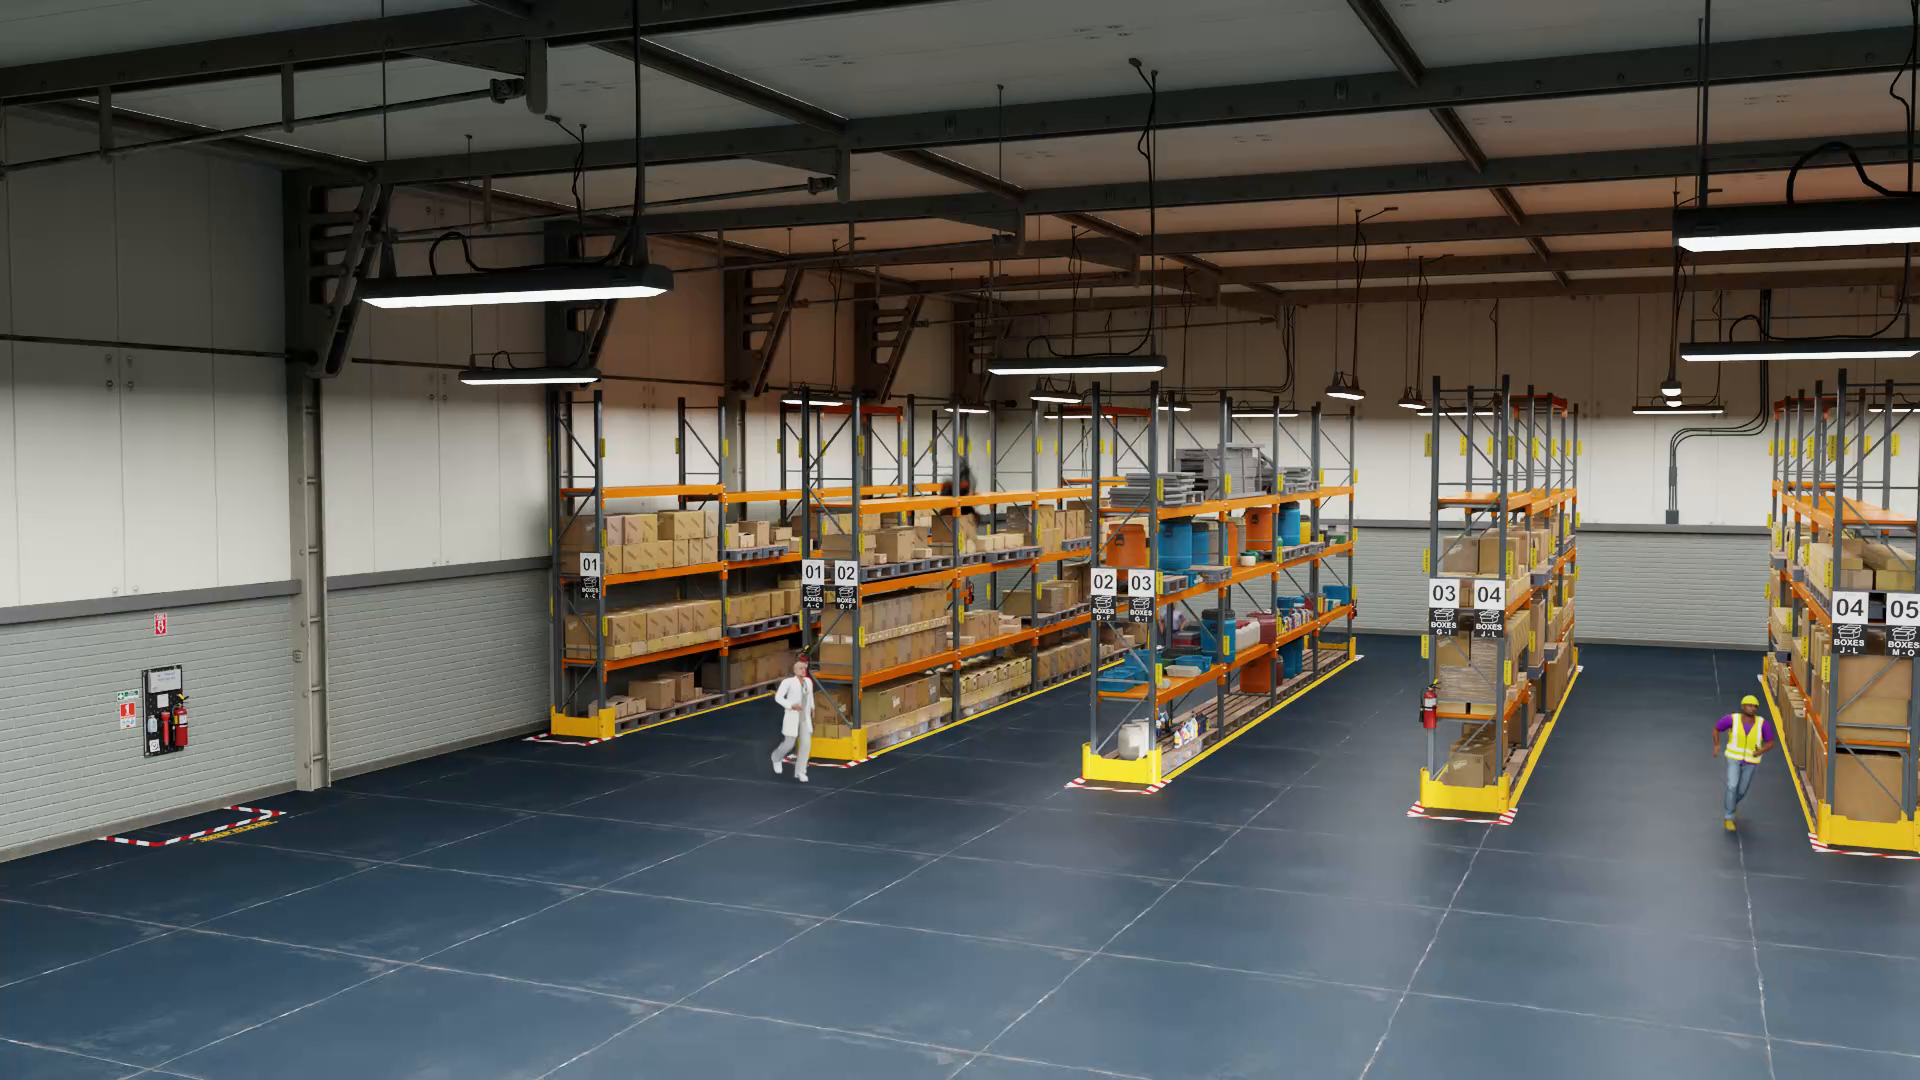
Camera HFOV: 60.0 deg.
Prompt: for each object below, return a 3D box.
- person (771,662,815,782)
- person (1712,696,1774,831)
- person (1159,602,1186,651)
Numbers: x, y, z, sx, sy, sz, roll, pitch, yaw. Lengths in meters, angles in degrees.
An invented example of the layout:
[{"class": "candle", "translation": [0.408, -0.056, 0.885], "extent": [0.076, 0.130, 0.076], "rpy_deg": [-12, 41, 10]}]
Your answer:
[{"class": "person", "translation": [-2.470, 2.722, 25.201], "extent": [0.723, 1.764, 0.978], "rpy_deg": [-2, 4, -34]}, {"class": "person", "translation": [10.384, 2.929, 22.058], "extent": [0.738, 1.765, 0.877], "rpy_deg": [1, 3, 18]}, {"class": "person", "translation": [4.745, 2.148, 37.279], "extent": [0.593, 1.628, 0.766], "rpy_deg": [1, 3, 12]}]
